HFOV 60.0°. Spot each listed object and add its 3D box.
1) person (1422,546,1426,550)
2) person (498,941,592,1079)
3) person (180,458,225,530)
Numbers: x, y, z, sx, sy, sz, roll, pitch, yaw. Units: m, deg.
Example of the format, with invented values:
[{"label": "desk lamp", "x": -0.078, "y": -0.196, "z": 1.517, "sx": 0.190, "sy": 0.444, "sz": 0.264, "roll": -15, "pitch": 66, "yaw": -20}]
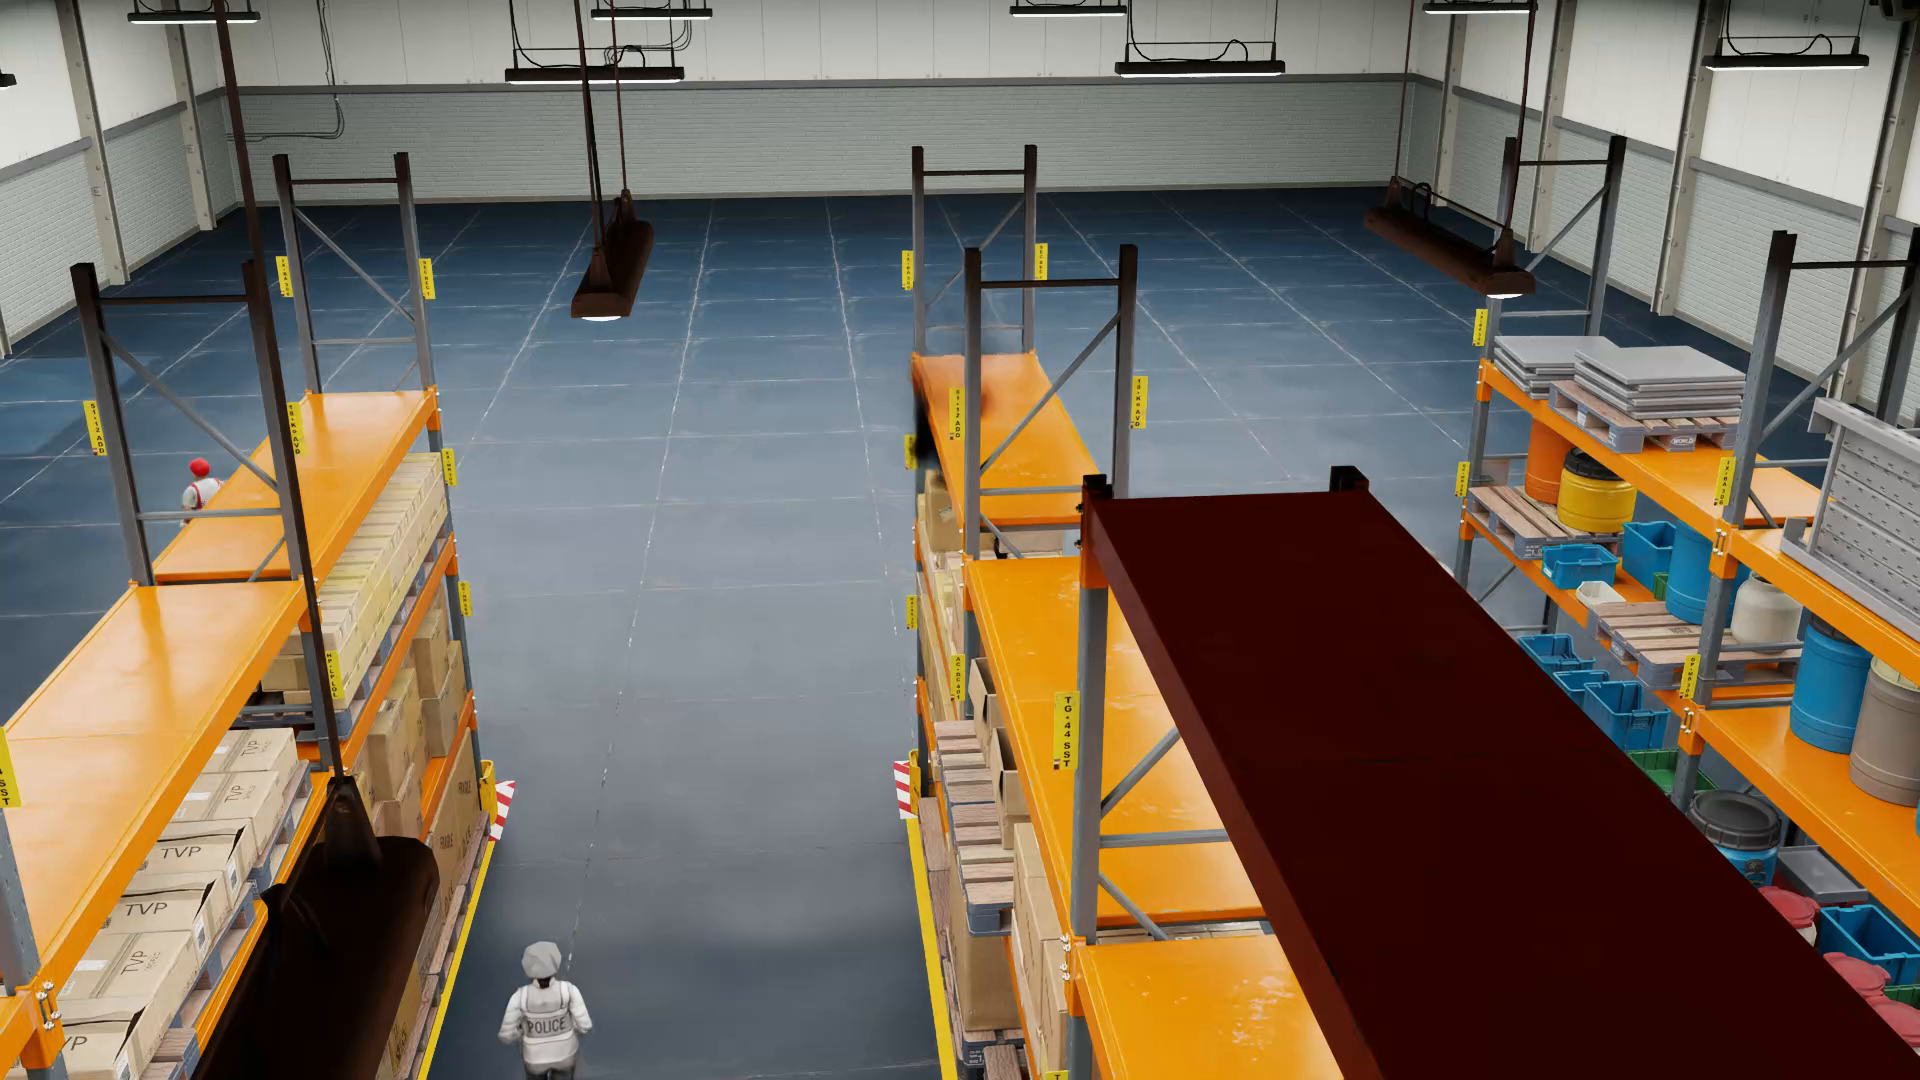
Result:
[{"label": "person", "x": 4.651, "y": 0.790, "z": 17.330, "sx": 0.589, "sy": 1.736, "sz": 0.713, "roll": 11, "pitch": 24, "yaw": 26}, {"label": "person", "x": -2.704, "y": 3.351, "z": 10.928, "sx": 0.592, "sy": 1.651, "sz": 0.539, "roll": -5, "pitch": 22, "yaw": -11}, {"label": "person", "x": -8.866, "y": -0.128, "z": 19.625, "sx": 0.825, "sy": 1.754, "sz": 0.669, "roll": 16, "pitch": 27, "yaw": 35}]
